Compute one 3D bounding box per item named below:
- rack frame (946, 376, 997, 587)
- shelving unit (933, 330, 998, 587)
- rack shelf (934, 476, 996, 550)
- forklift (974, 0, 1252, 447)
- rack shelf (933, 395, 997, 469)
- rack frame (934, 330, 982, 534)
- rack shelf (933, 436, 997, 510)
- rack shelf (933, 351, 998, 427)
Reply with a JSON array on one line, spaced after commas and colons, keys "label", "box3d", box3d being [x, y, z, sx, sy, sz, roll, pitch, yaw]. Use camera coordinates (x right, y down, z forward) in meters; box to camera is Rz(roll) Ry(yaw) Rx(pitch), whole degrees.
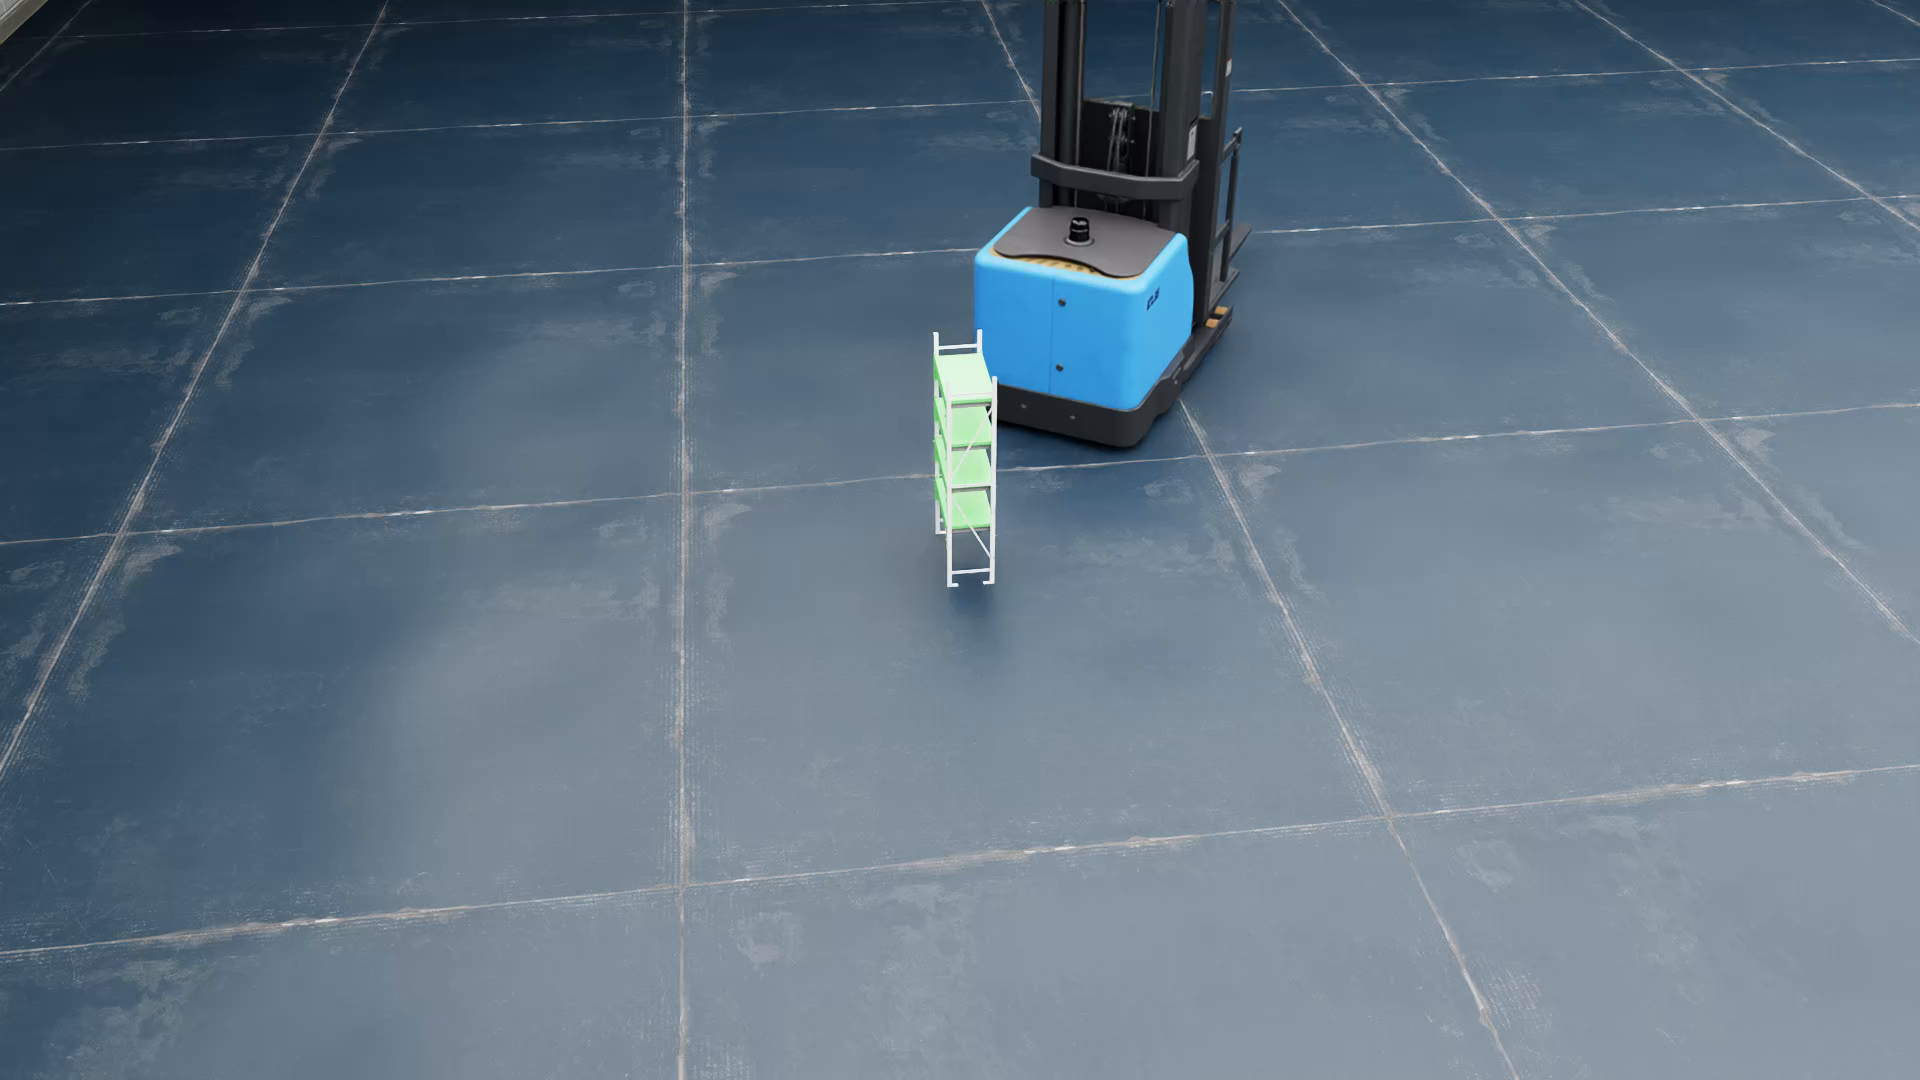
[{"label": "rack frame", "box3d": [0.055, -0.267, 8.205, 0.240, 1.200, 0.015, -4, 35, -6]}, {"label": "shelving unit", "box3d": [0.022, -0.403, 8.405, 0.258, 1.200, 0.503, -4, 35, -6]}, {"label": "rack shelf", "box3d": [0.022, -0.152, 8.576, 0.258, 0.148, 0.480, -4, 35, -6]}, {"label": "forklift", "box3d": [1.134, -2.563, 10.037, 1.130, 2.935, 3.031, 14, 37, 20]}, {"label": "rack shelf", "box3d": [0.022, -0.549, 8.306, 0.258, 0.148, 0.480, -4, 35, -6]}, {"label": "rack frame", "box3d": [-0.011, -0.540, 8.605, 0.240, 1.200, 0.015, -4, 35, -6]}, {"label": "rack shelf", "box3d": [0.022, -0.351, 8.441, 0.258, 0.148, 0.480, -4, 35, -6]}, {"label": "rack shelf", "box3d": [0.022, -0.747, 8.171, 0.258, 0.148, 0.480, -4, 35, -6]}]
